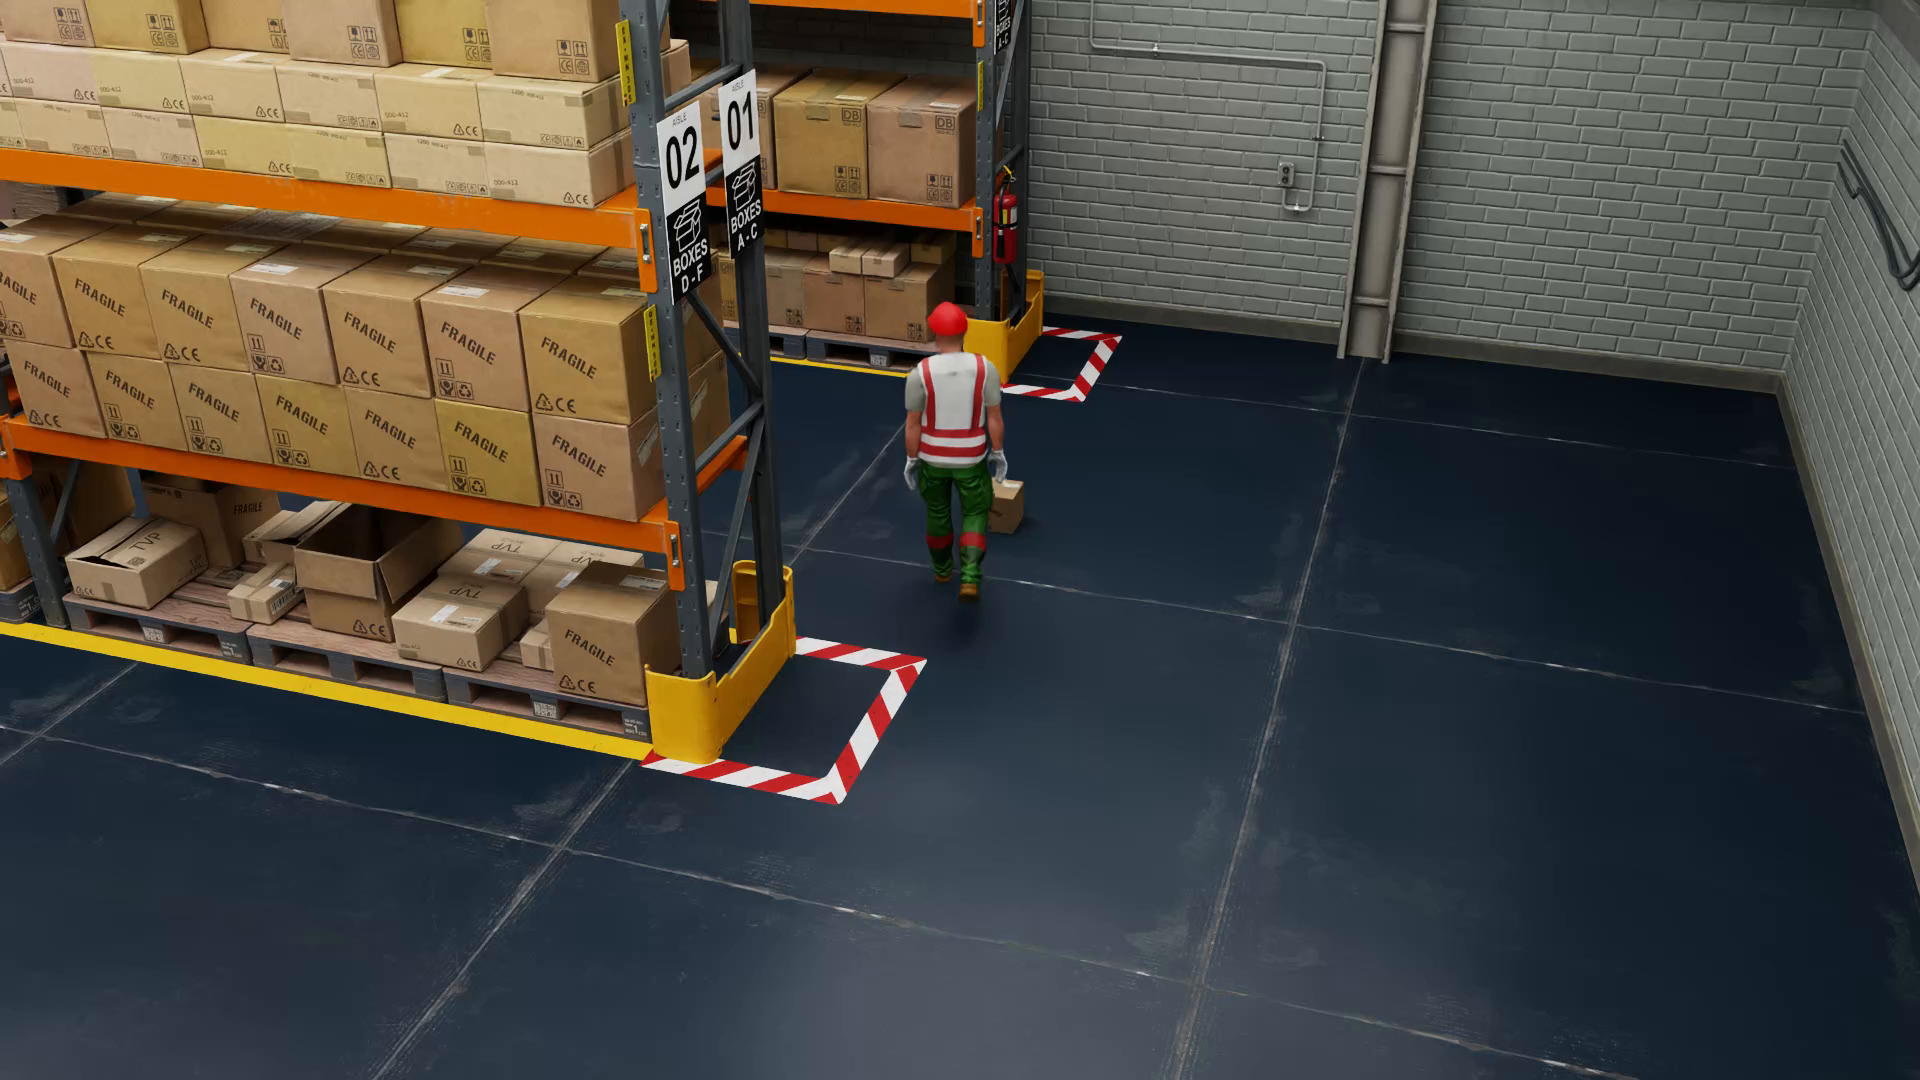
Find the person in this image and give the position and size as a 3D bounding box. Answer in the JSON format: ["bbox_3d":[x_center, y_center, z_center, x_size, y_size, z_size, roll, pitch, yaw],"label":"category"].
[{"bbox_3d":[-0.023,-0.459,9.323,0.581,1.777,0.835,0,29,0],"label":"person"}]
